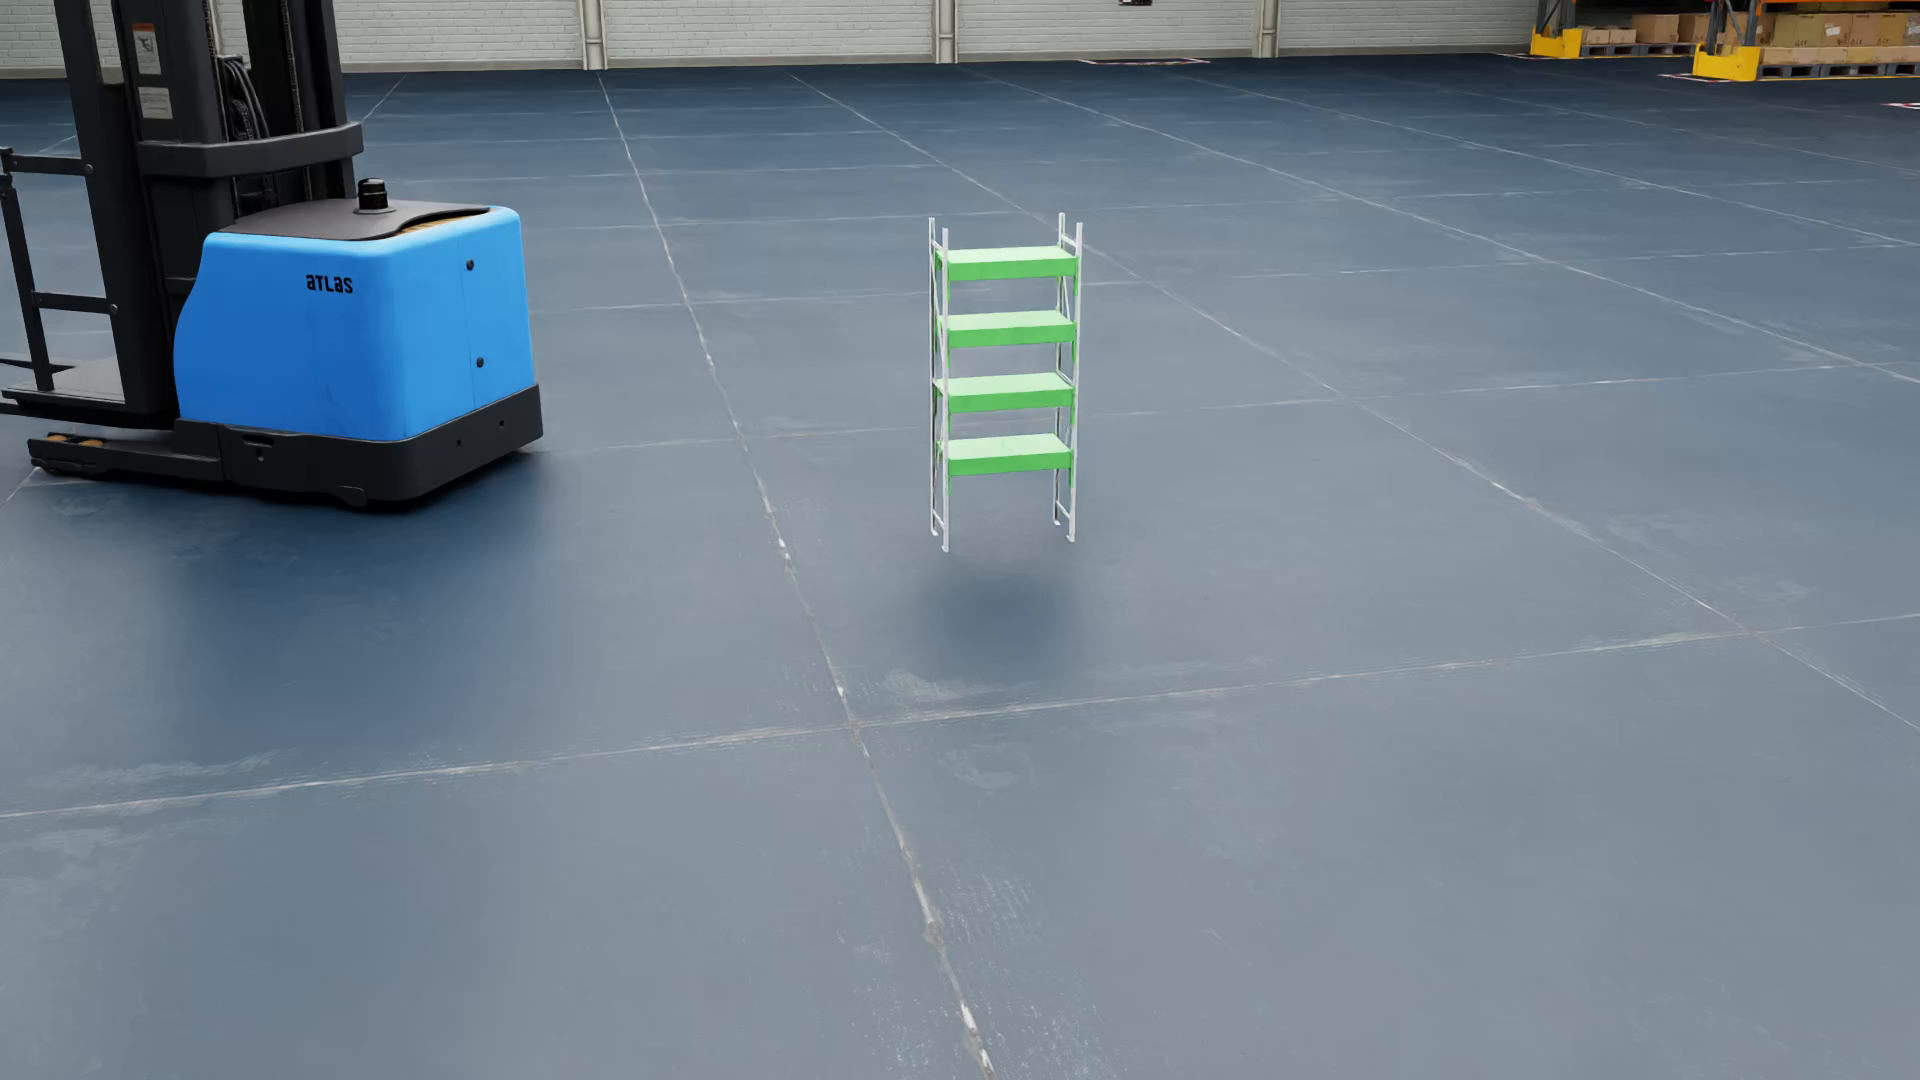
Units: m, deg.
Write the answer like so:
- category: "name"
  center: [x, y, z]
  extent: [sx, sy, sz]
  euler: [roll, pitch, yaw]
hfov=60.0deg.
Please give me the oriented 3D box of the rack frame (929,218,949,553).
- category: "rack frame"
  center: [-0.076, -0.557, 6.091]
  extent: [0.015, 1.200, 0.240]
  euler: [-5, 21, -12]

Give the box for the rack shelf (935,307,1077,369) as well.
- category: "rack shelf"
  center: [0.161, -0.742, 6.083]
  extent: [0.480, 0.148, 0.258]
  euler: [-5, 21, -12]

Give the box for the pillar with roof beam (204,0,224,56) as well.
- category: "pillar with roof beam"
  center: [-10.949, -10.197, 21.067]
  extent: [0.400, 9.000, 9.100]
  euler: [-5, 21, -12]

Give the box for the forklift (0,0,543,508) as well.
- category: "forklift"
  center: [-3.420, -1.795, 6.954]
  extent: [3.031, 2.935, 1.130]
  euler: [7, 21, 18]

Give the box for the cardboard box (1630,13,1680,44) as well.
- category: "cardboard box"
  center: [12.908, -9.519, 30.935]
  extent: [0.500, 0.500, 0.700]
  euler: [-6, 21, -16]

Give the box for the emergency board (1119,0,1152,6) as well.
- category: "emergency board"
  center: [3.163, -10.062, 29.423]
  extent: [0.643, 1.169, 0.194]
  euler: [-5, 21, -12]

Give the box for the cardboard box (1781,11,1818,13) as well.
- category: "cardboard box"
  center: [13.500, -8.202, 26.640]
  extent: [0.500, 0.500, 0.500]
  euler: [-5, 21, -12]

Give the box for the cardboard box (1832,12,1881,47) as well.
- category: "cardboard box"
  center: [14.111, -8.061, 26.257]
  extent: [0.500, 0.500, 0.500]
  euler: [-5, 21, -12]

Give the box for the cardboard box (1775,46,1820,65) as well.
- category: "cardboard box"
  center: [13.136, -7.632, 26.176]
  extent: [0.500, 0.250, 0.500]
  euler: [-5, 21, -12]

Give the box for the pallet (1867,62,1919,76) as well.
- category: "pallet"
  center: [15.186, -7.676, 26.962]
  extent: [1.213, 0.211, 1.003]
  euler: [-5, 21, -12]

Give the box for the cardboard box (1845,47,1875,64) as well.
- category: "cardboard box"
  center: [14.110, -7.710, 26.387]
  extent: [0.500, 0.250, 0.500]
  euler: [-5, 21, -12]

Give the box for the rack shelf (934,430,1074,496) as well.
- category: "rack shelf"
  center: [0.161, -0.291, 6.249]
  extent: [0.480, 0.148, 0.258]
  euler: [-5, 21, -12]

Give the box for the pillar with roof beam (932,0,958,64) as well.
- category: "pillar with roof beam"
  center: [0.729, -11.146, 23.660]
  extent: [0.400, 9.000, 9.100]
  euler: [-5, 21, -12]

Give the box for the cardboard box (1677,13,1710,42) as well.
- category: "cardboard box"
  center: [13.826, -9.629, 31.235]
  extent: [0.500, 0.500, 0.500]
  euler: [-6, 21, -17]

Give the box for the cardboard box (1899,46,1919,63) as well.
- category: "cardboard box"
  center: [15.080, -7.794, 26.617]
  extent: [0.500, 0.250, 0.500]
  euler: [-5, 21, -12]

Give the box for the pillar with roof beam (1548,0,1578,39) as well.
- category: "pillar with roof beam"
  center: [12.407, -12.096, 26.253]
  extent: [0.400, 9.000, 9.100]
  euler: [-5, 21, -12]

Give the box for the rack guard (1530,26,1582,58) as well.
- category: "rack guard"
  center: [11.008, -9.208, 30.723]
  extent: [0.348, 0.500, 1.175]
  euler: [-5, 21, -12]

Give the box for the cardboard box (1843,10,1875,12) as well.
- category: "cardboard box"
  center: [14.473, -8.281, 26.857]
  extent: [0.500, 0.500, 0.500]
  euler: [-5, 21, -12]

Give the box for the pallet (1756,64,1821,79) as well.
- category: "pallet"
  center: [12.812, -7.483, 26.434]
  extent: [1.213, 0.211, 1.003]
  euler: [-5, 21, -12]

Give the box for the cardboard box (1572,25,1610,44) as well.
- category: "cardboard box"
  center: [11.628, -9.344, 30.731]
  extent: [0.500, 0.311, 0.500]
  euler: [-7, 21, -19]

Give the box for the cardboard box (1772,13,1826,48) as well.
- category: "cardboard box"
  center: [13.136, -7.984, 26.045]
  extent: [0.500, 0.500, 0.500]
  euler: [-5, 21, -12]

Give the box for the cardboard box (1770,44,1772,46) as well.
- category: "cardboard box"
  center: [13.015, -7.808, 26.657]
  extent: [0.500, 0.250, 0.500]
  euler: [-5, 21, -12]

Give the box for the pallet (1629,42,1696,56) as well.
- category: "pallet"
  center: [12.991, -9.220, 31.177]
  extent: [1.213, 0.211, 1.003]
  euler: [-5, 21, -12]

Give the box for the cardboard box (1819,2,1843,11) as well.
- category: "cardboard box"
  center: [16.472, -10.219, 31.755]
  extent: [0.500, 0.250, 0.500]
  euler: [-5, 21, -14]

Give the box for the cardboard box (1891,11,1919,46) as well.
- category: "cardboard box"
  center: [15.080, -8.147, 26.490]
  extent: [0.500, 0.500, 0.500]
  euler: [-5, 21, -12]

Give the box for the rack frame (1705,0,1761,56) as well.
- category: "rack frame"
  center: [12.077, -8.717, 25.751]
  extent: [0.127, 3.000, 1.000]
  euler: [-5, 21, -12]

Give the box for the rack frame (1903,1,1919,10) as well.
- category: "rack frame"
  center: [18.719, -11.008, 32.006]
  extent: [0.127, 3.000, 1.000]
  euler: [-5, 21, -12]

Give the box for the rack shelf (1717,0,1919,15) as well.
- category: "rack shelf"
  center: [14.024, -8.538, 26.307]
  extent: [4.000, 0.370, 1.077]
  euler: [-5, 21, -12]

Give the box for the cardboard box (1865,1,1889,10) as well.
- category: "cardboard box"
  center: [17.461, -10.295, 31.962]
  extent: [0.500, 0.250, 0.500]
  euler: [-4, 21, -11]

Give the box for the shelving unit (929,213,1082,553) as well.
- category: "shelving unit"
  center: [0.161, -0.576, 6.144]
  extent: [0.503, 1.200, 0.258]
  euler: [-5, 21, -12]

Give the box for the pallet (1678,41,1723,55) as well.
- category: "pallet"
  center: [14.181, -9.317, 31.444]
  extent: [1.213, 0.211, 1.003]
  euler: [-5, 21, -12]

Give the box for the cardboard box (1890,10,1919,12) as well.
- category: "cardboard box"
  center: [15.447, -8.360, 27.073]
  extent: [0.500, 0.500, 0.500]
  euler: [-5, 21, -12]
